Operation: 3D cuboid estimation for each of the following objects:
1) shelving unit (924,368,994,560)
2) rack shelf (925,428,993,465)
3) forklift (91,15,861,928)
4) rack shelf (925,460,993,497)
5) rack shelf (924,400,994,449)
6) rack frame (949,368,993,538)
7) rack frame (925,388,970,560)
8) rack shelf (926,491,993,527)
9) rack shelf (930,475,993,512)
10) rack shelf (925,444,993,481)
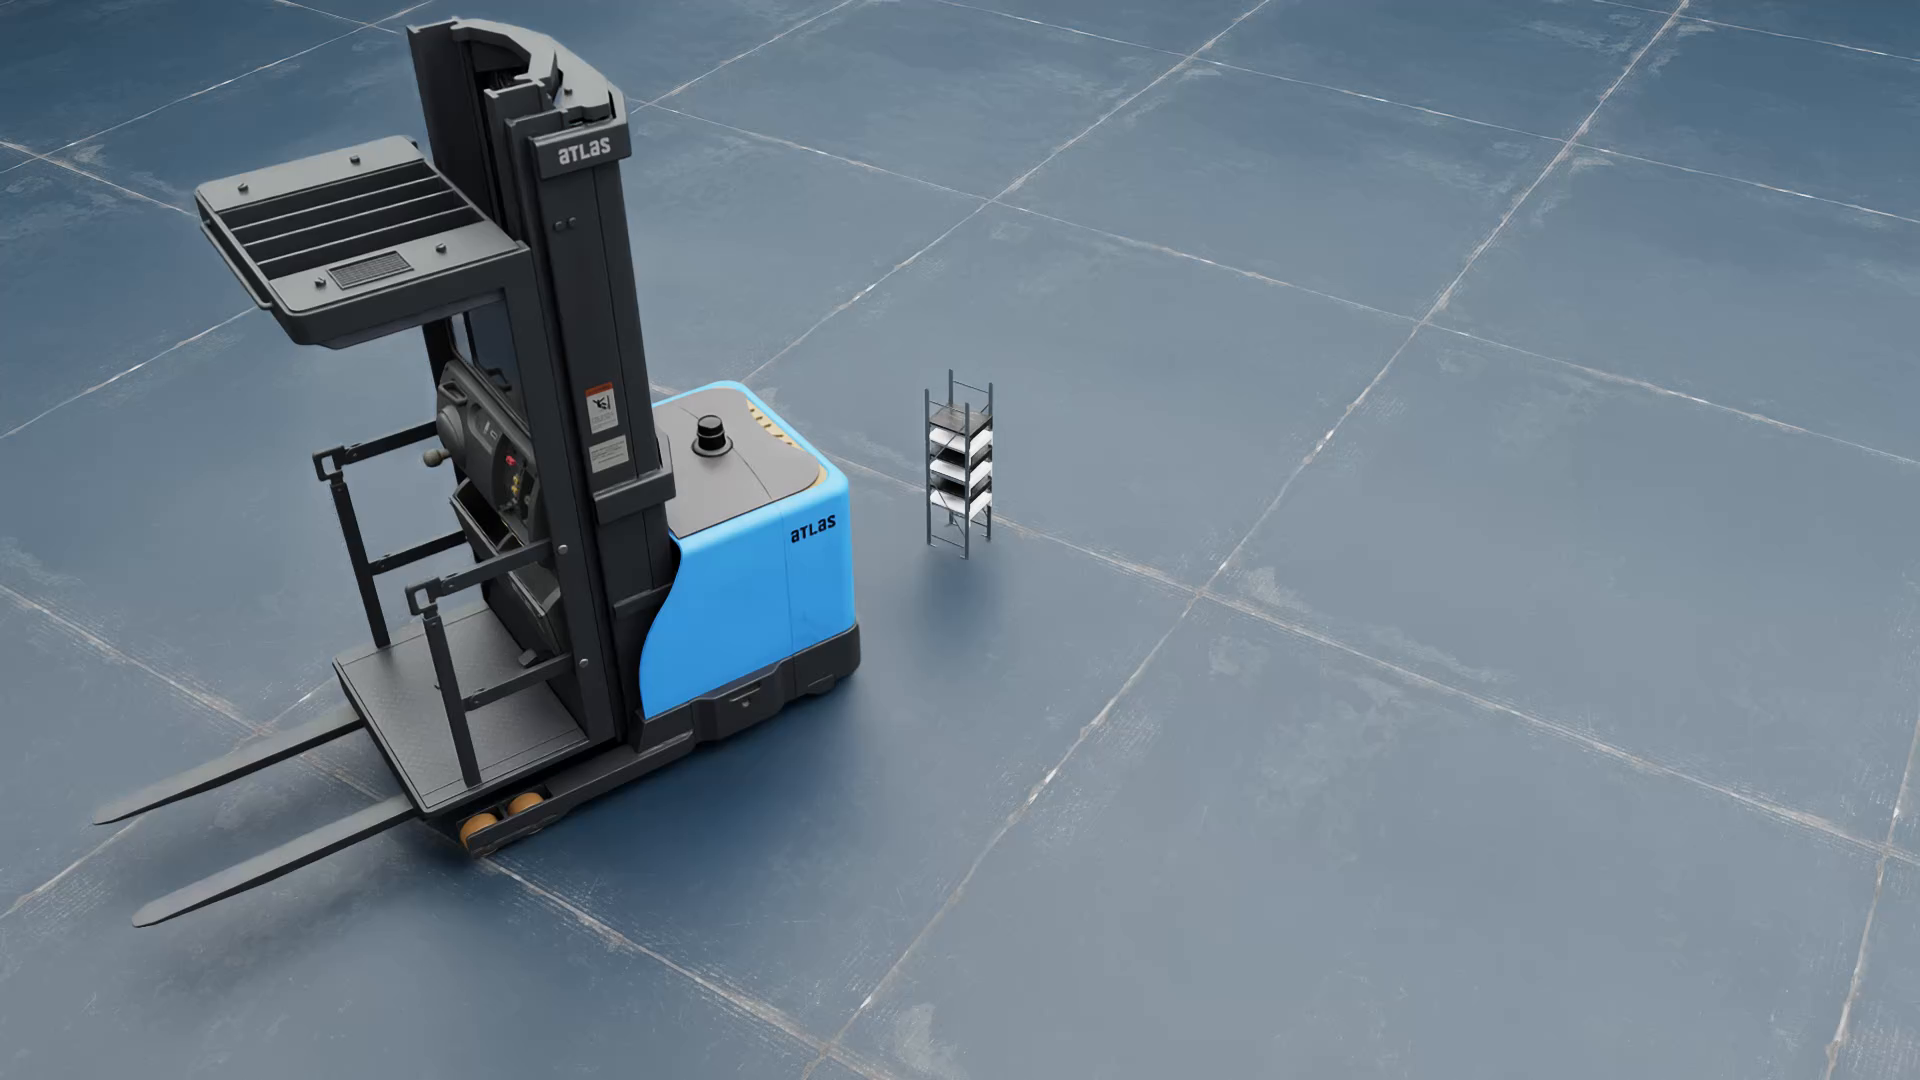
[{"bbox_3d":[-0.004,-0.352,7.909,0.258,0.900,0.210,21,42,25],"label":"shelving unit"},{"bbox_3d":[-0.004,-0.468,7.820,0.258,0.077,0.200,21,42,25],"label":"rack shelf"},{"bbox_3d":[-1.938,-0.282,6.155,3.031,2.935,1.130,-23,43,-27],"label":"forklift"},{"bbox_3d":[-0.004,-0.326,7.930,0.258,0.077,0.200,21,42,25],"label":"rack shelf"},{"bbox_3d":[-0.004,-0.540,7.765,0.258,0.077,0.200,21,42,25],"label":"rack shelf"},{"bbox_3d":[0.050,-0.405,7.977,0.240,0.900,0.006,21,42,25],"label":"rack frame"},{"bbox_3d":[-0.059,-0.300,7.841,0.240,0.900,0.006,21,42,25],"label":"rack frame"},{"bbox_3d":[-0.004,-0.183,8.040,0.258,0.077,0.200,21,42,25],"label":"rack shelf"},{"bbox_3d":[-0.004,-0.255,7.985,0.258,0.077,0.200,21,42,25],"label":"rack shelf"},{"bbox_3d":[-0.004,-0.397,7.875,0.258,0.077,0.200,21,42,25],"label":"rack shelf"}]
